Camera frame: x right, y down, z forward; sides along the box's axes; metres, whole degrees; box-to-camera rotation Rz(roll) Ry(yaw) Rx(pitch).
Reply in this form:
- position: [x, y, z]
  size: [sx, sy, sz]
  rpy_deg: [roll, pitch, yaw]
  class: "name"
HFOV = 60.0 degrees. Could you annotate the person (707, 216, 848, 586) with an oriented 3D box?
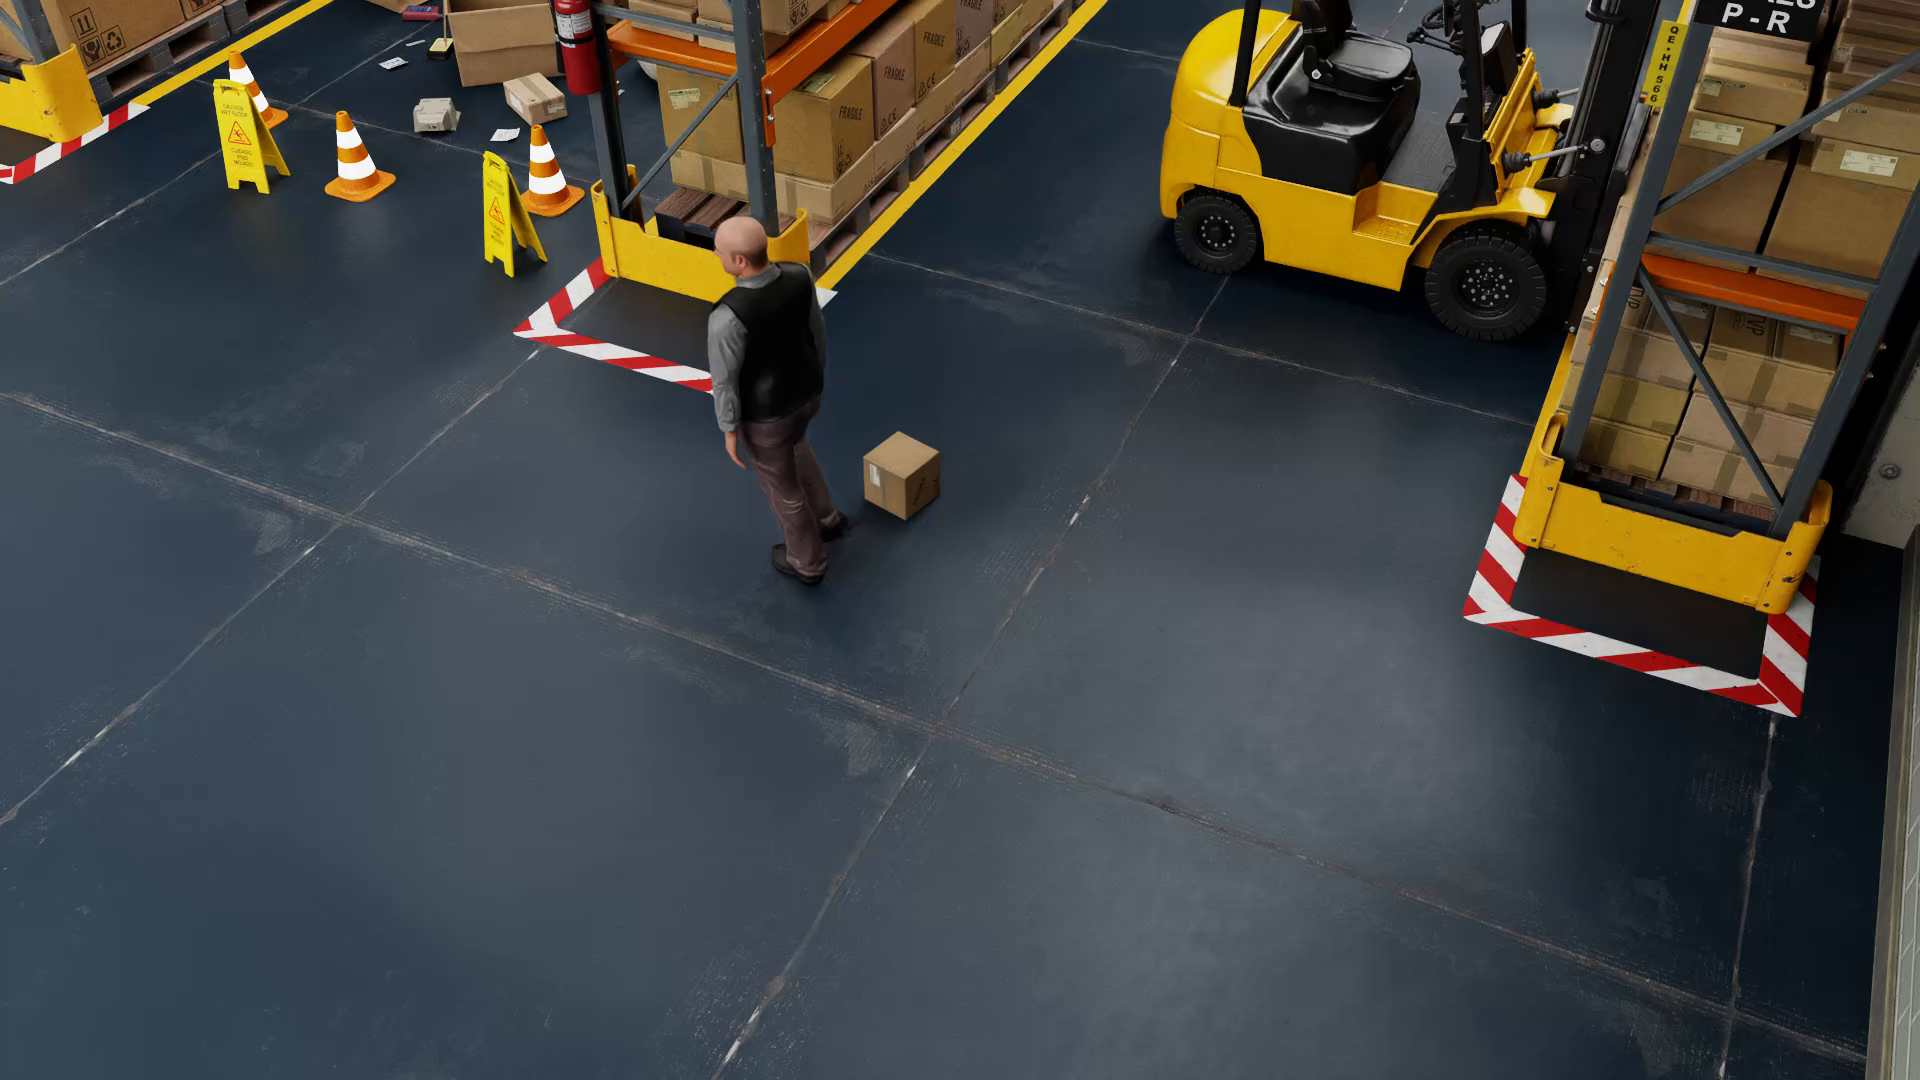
- position: [-0.735, -0.562, 6.788]
  size: [0.473, 1.714, 0.648]
  rpy_deg: [30, 50, 29]
  class: "person"
